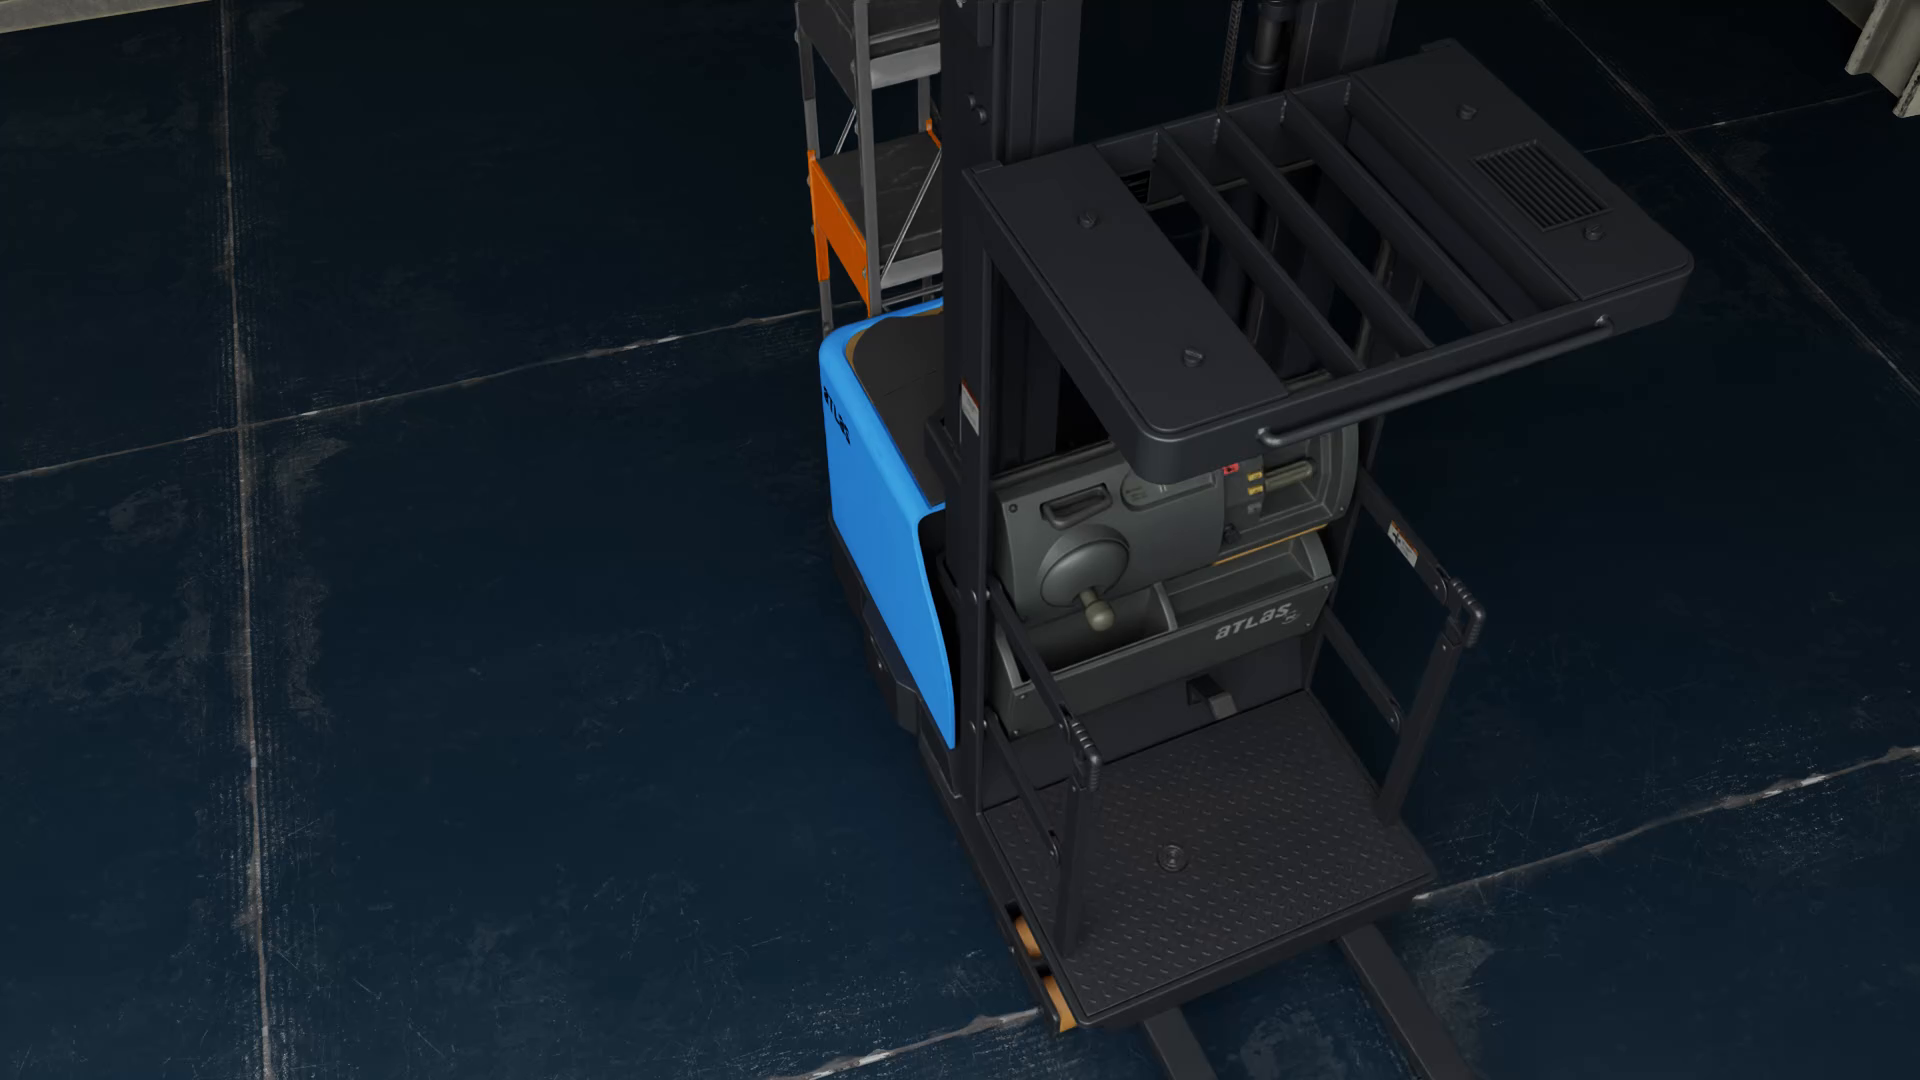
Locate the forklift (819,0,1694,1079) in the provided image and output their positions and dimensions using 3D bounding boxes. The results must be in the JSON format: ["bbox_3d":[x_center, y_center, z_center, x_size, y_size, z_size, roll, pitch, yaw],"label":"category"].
[{"bbox_3d":[0.620,0.027,3.810,1.130,2.935,3.031,-18,52,-15],"label":"forklift"}]

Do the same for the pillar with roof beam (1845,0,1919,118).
[{"bbox_3d":[0.109,-3.962,3.205,9.100,9.000,0.400,-13,51,-11],"label":"pillar with roof beam"}]

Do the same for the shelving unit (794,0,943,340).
[{"bbox_3d":[-0.181,-0.922,5.154,0.431,2.100,0.503,-18,52,-15],"label":"shelving unit"}]

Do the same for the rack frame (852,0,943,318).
[{"bbox_3d":[-0.084,-0.751,5.010,0.400,2.100,0.015,-18,52,-15],"label":"rack frame"}]

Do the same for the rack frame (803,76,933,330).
[{"bbox_3d":[-0.278,-1.093,5.298,0.400,2.100,0.015,-18,52,-15],"label":"rack frame"}]

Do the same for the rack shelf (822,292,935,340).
[{"bbox_3d":[-0.181,-0.462,5.700,0.431,0.518,0.480,-18,52,-15],"label":"rack shelf"}]

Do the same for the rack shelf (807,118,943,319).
[{"bbox_3d":[-0.181,-0.914,5.165,0.431,0.518,0.480,-18,52,-15],"label":"rack shelf"}]

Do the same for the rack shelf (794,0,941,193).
[{"bbox_3d":[-0.181,-1.365,4.629,0.431,0.518,0.480,-18,52,-15],"label":"rack shelf"}]
